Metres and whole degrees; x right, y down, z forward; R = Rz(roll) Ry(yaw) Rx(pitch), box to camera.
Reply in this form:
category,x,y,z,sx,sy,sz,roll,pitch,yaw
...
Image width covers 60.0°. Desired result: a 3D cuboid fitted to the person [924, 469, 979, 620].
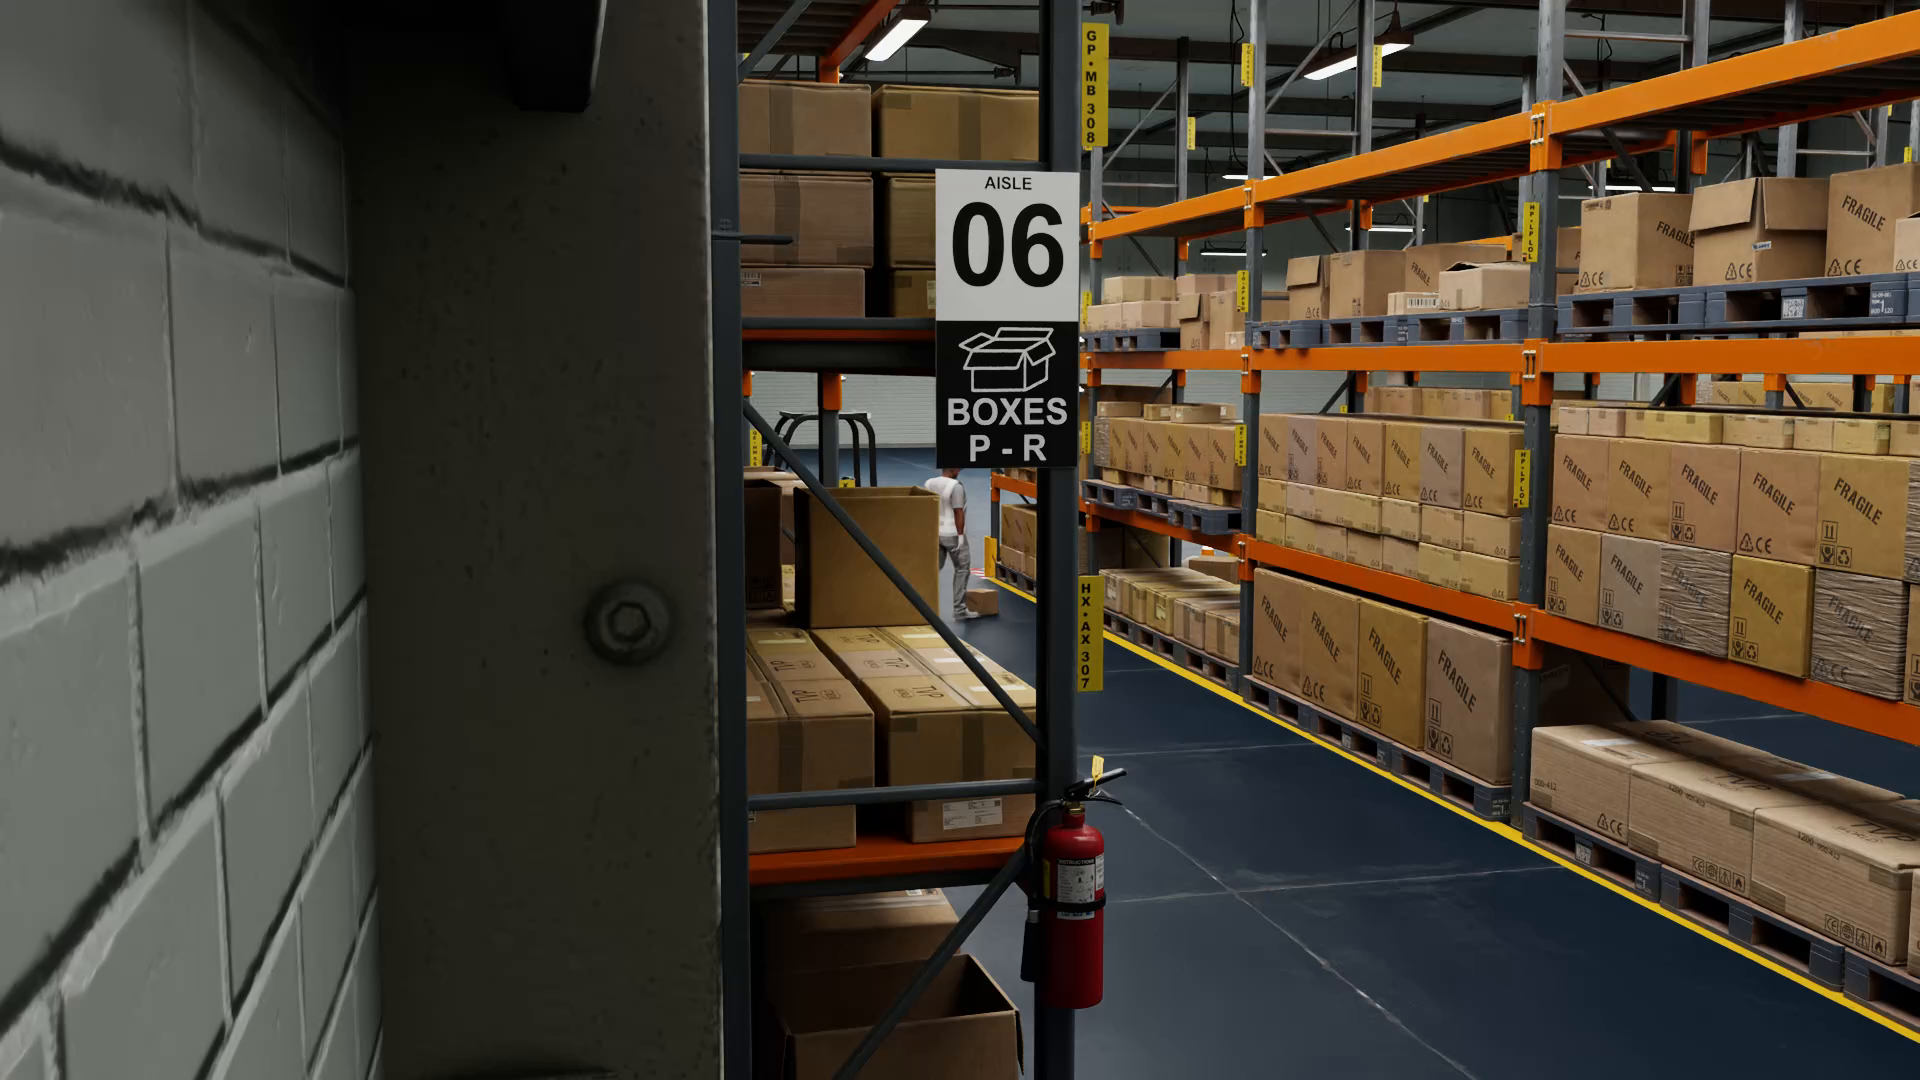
category,x,y,z,sx,sy,sz,roll,pitch,yaw
person,-0.137,-0.039,17.575,0.544,1.800,0.563,-6,8,-42
